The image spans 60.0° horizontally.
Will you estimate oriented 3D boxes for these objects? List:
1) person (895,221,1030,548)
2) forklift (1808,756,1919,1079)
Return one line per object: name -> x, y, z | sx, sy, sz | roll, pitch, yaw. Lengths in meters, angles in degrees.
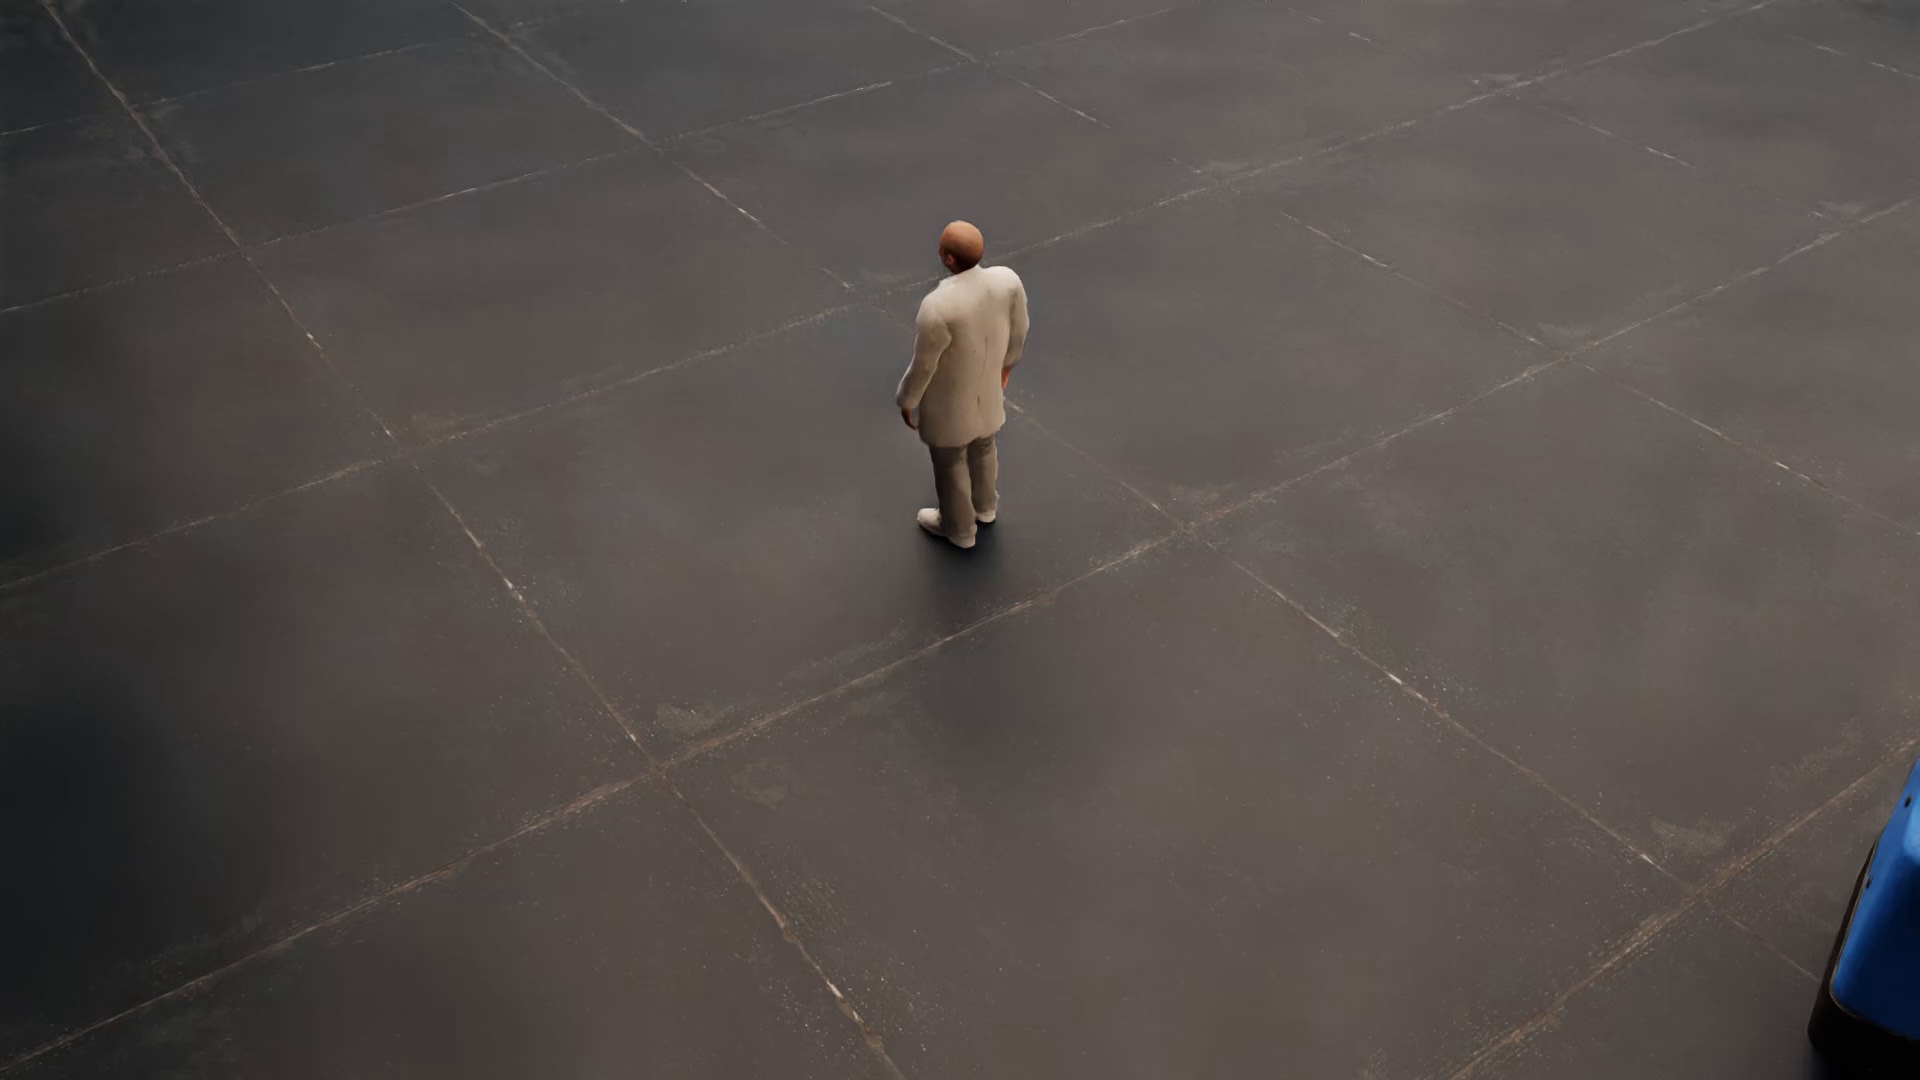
person -> -0.049, -0.766, 7.939 | 0.694, 1.776, 0.579 | -23, 42, -28
forklift -> 4.516, 0.921, 4.699 | 3.031, 2.935, 1.130 | 22, 42, 27
